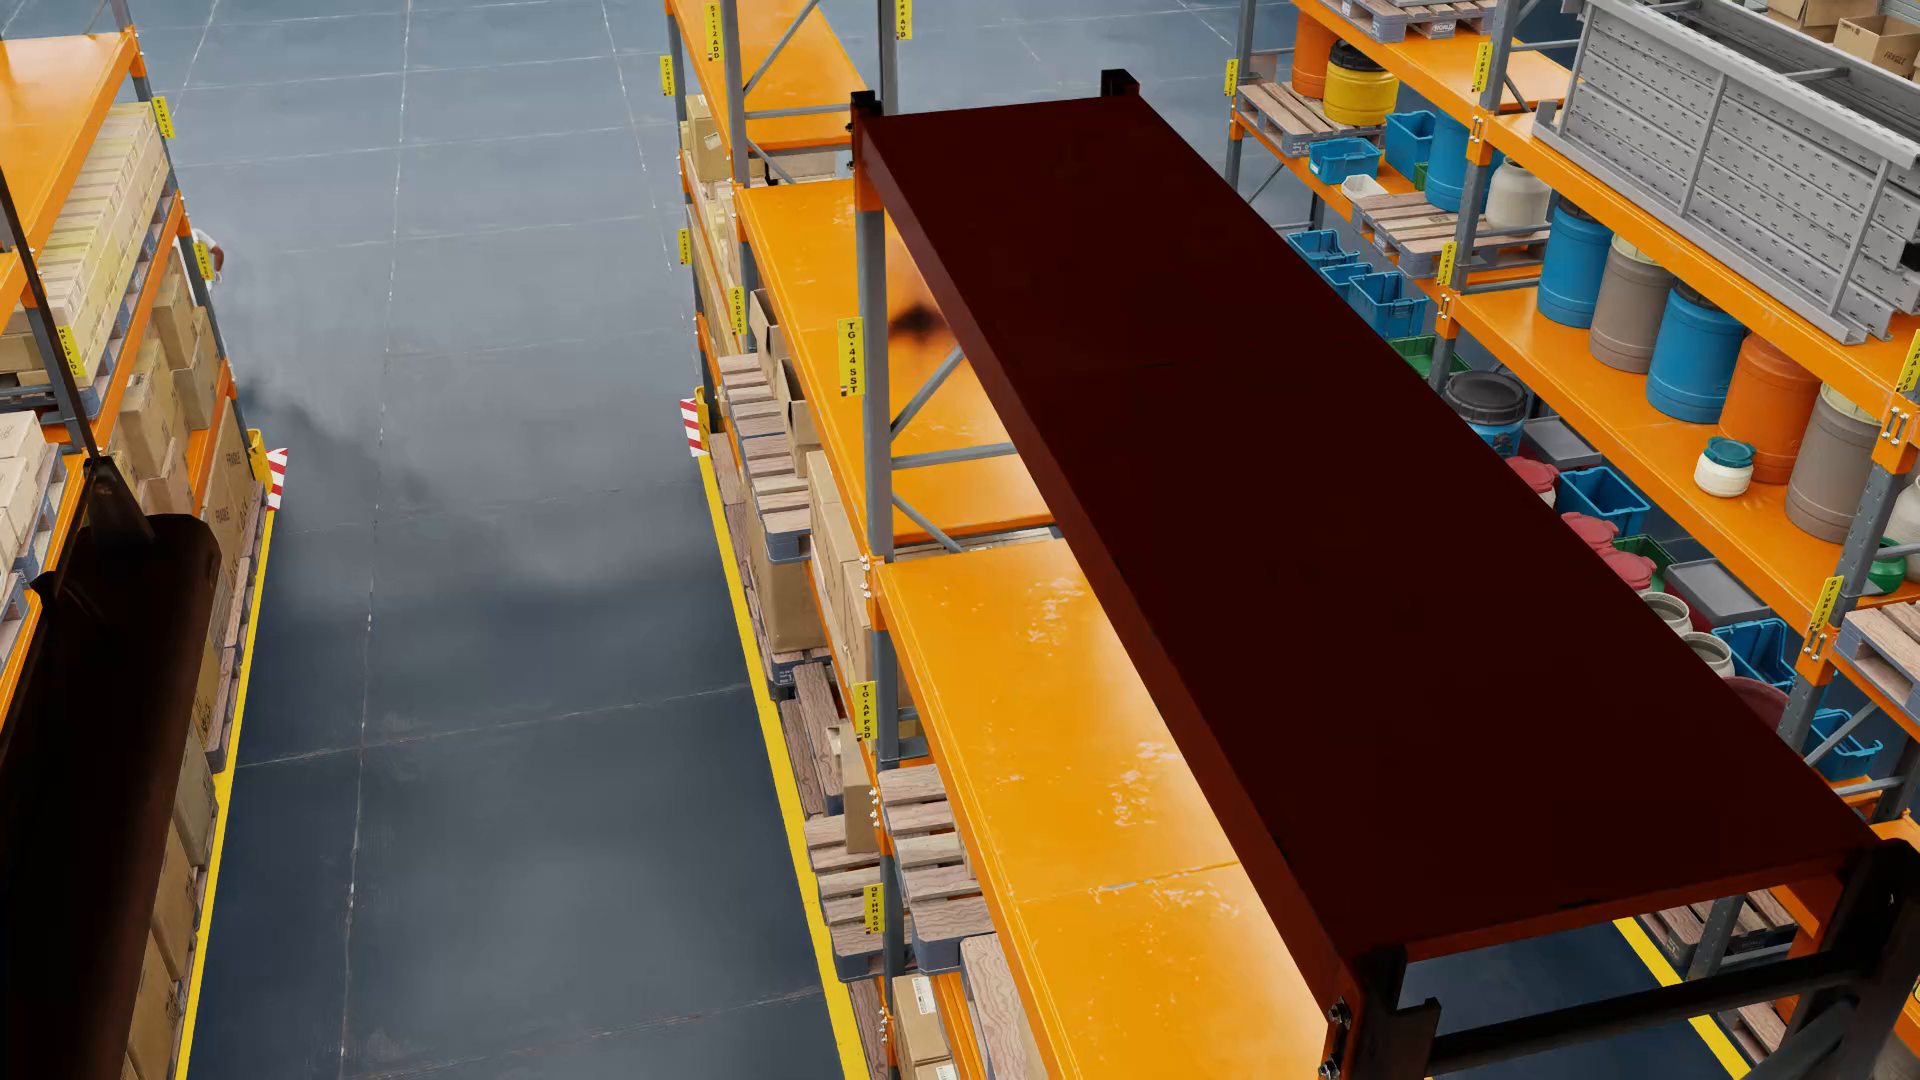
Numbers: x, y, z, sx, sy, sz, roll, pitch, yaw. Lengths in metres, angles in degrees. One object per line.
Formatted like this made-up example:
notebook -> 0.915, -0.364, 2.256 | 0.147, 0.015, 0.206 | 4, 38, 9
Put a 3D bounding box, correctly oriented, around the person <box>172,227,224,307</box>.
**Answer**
person -> -7.379, -2.344, 15.925 | 0.811, 1.826, 0.647 | 23, 41, 30
